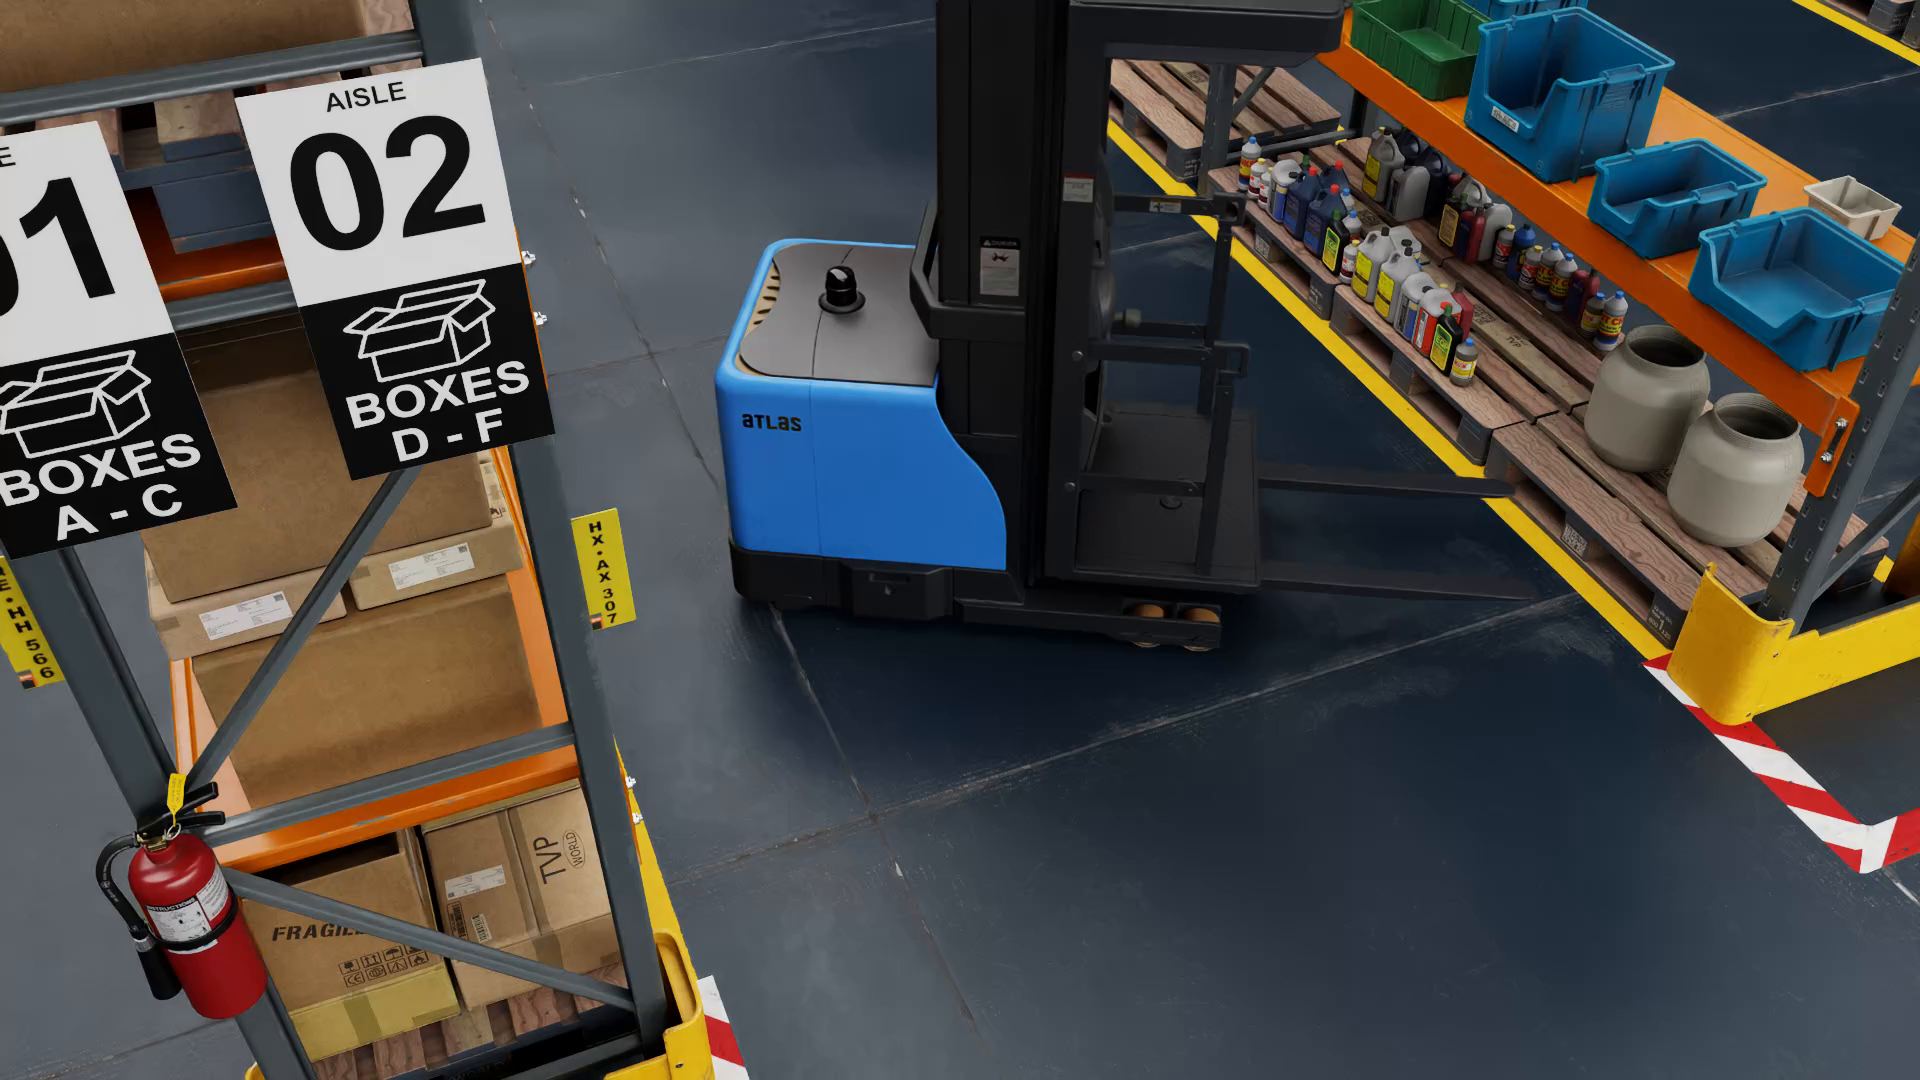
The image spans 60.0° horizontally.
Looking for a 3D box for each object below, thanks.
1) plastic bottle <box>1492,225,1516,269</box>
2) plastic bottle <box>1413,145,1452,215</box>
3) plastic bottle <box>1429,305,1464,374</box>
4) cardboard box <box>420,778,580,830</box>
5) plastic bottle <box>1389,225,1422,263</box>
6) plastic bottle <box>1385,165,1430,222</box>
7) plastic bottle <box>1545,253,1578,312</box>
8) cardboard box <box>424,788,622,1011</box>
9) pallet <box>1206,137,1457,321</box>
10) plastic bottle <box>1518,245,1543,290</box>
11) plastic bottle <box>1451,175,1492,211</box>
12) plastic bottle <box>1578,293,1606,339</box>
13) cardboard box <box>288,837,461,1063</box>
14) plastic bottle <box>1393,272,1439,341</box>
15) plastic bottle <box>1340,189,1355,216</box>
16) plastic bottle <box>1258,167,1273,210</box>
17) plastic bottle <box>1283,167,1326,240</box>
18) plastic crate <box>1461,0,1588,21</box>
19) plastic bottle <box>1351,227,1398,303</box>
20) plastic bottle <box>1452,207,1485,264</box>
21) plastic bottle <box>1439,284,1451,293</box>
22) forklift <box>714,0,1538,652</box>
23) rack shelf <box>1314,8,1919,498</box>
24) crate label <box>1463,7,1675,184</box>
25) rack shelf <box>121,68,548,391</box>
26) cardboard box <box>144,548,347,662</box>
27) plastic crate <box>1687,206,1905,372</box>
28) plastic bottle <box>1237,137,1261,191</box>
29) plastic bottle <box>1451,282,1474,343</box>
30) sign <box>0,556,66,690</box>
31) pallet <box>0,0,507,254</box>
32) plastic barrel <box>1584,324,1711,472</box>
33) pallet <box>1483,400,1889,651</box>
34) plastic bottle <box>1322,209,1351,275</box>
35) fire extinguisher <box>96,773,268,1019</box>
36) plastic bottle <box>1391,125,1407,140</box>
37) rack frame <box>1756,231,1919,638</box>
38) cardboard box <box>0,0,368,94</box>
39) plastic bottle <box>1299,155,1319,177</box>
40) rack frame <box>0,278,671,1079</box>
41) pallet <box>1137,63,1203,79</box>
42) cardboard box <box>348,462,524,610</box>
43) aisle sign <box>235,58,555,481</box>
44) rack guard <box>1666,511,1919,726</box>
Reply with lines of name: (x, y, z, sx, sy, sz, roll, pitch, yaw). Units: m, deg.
plastic bottle: (2.591, -1.398, 7.884, 0.097, 0.201, 0.097, 0, 41, 0)
plastic bottle: (2.339, -1.813, 8.252, 0.144, 0.351, 0.185, -17, 44, -19)
plastic bottle: (2.114, -0.872, 7.209, 0.061, 0.283, 0.133, -14, 43, -16)
cardboard box: (-1.487, 0.481, 5.102, 0.500, 0.500, 0.500, -15, 43, -17)
plastic bottle: (2.040, -1.309, 7.723, 0.152, 0.276, 0.135, -15, 43, -17)
plastic bottle: (2.212, -1.732, 8.215, 0.152, 0.276, 0.135, -15, 43, -17)
plastic bottle: (2.746, -1.181, 7.578, 0.097, 0.271, 0.097, 0, 41, 0)
cardboard box: (-1.294, 1.066, 4.997, 0.500, 0.250, 0.500, -15, 43, -17)
pallet: (1.971, -1.610, 8.460, 1.003, 0.211, 1.213, -15, 43, -17)
plastic bottle: (2.670, -1.274, 7.740, 0.097, 0.201, 0.097, 0, 41, 0)
plastic bottle: (2.462, -1.618, 8.025, 0.144, 0.351, 0.185, -15, 43, -17)
plastic bottle: (2.838, -1.010, 7.433, 0.097, 0.201, 0.097, 0, 41, 0)
cardboard box: (-1.773, 1.195, 4.846, 0.500, 0.250, 0.500, -15, 43, -17)
plastic bottle: (2.051, -1.046, 7.417, 0.152, 0.276, 0.135, -16, 43, -18)
plastic bottle: (1.845, -1.567, 8.027, 0.097, 0.271, 0.097, 0, 41, 0)
plastic bottle: (1.547, -1.764, 8.309, 0.097, 0.201, 0.097, 0, 41, 0)
plastic bottle: (1.678, -1.655, 8.068, 0.144, 0.351, 0.185, -14, 43, -16)
plastic crate: (2.427, -2.427, 7.385, 0.499, 0.251, 0.616, -15, 43, -17)
plastic bottle: (1.913, -1.285, 7.638, 0.144, 0.351, 0.185, -15, 43, -17)
plastic bottle: (2.423, -1.467, 7.901, 0.061, 0.283, 0.133, -15, 43, -17)
plastic bottle: (2.159, -1.060, 7.491, 0.097, 0.201, 0.097, 0, 41, 0)
forklift: (0.677, -1.060, 5.735, 3.031, 2.935, 1.130, 4, 41, 5)
rack shelf: (2.518, -1.604, 6.867, 1.077, 0.370, 4.000, -15, 43, -17)
crate label: (2.329, -1.727, 6.431, 0.502, 0.435, 0.616, -15, 43, -17)
rack shelf: (-2.060, -1.508, 4.454, 1.077, 0.370, 4.000, -15, 43, -17)
cardboard box: (-1.617, 0.095, 3.765, 0.380, 0.149, 0.250, -16, 43, -18)
plastic crate: (2.815, -0.843, 5.544, 0.499, 0.251, 0.616, -15, 43, -17)
plastic bottle: (1.470, -1.913, 8.429, 0.097, 0.271, 0.097, 0, 41, 0)
plastic bottle: (2.203, -0.992, 7.349, 0.061, 0.283, 0.133, -15, 43, -17)
sign: (-1.801, 0.159, 3.194, 0.100, 0.325, 0.005, -15, 43, -17)
pallet: (-1.541, -0.975, 3.351, 1.003, 0.211, 1.213, -15, 43, -17)
plastic barrel: (2.769, -0.568, 6.695, 0.421, 0.512, 0.421, 0, 41, 0)
pallet: (2.905, -0.140, 6.751, 1.003, 0.211, 1.213, -15, 43, -17)
plastic bottle: (1.775, -1.405, 7.830, 0.061, 0.283, 0.133, -13, 42, -15)
fire extinguisher: (-1.679, 0.778, 3.605, 0.296, 0.674, 0.183, -15, 43, -17)
plastic bottle: (2.242, -2.011, 8.534, 0.061, 0.283, 0.133, -13, 42, -15)
rack frame: (3.283, -0.672, 5.231, 1.000, 3.000, 0.127, -15, 43, -17)
cardboard box: (-1.511, -1.175, 3.006, 0.797, 0.503, 0.637, -12, 42, -14)
plastic bottle: (1.717, -1.756, 8.238, 0.061, 0.283, 0.133, -15, 43, -17)
rack frame: (-1.295, 0.561, 3.797, 1.000, 3.000, 0.127, -15, 43, -17)
pallet: (0.946, -3.224, 10.337, 1.003, 0.211, 1.213, -15, 43, -17)
cardboard box: (-1.246, -0.013, 3.890, 0.380, 0.149, 0.250, -15, 43, -17)
aisle sign: (-0.986, -0.461, 2.992, 0.394, 0.787, 0.004, -15, 43, -17)
rack guard: (3.211, 0.241, 6.086, 1.175, 0.500, 0.348, -15, 43, -17)
